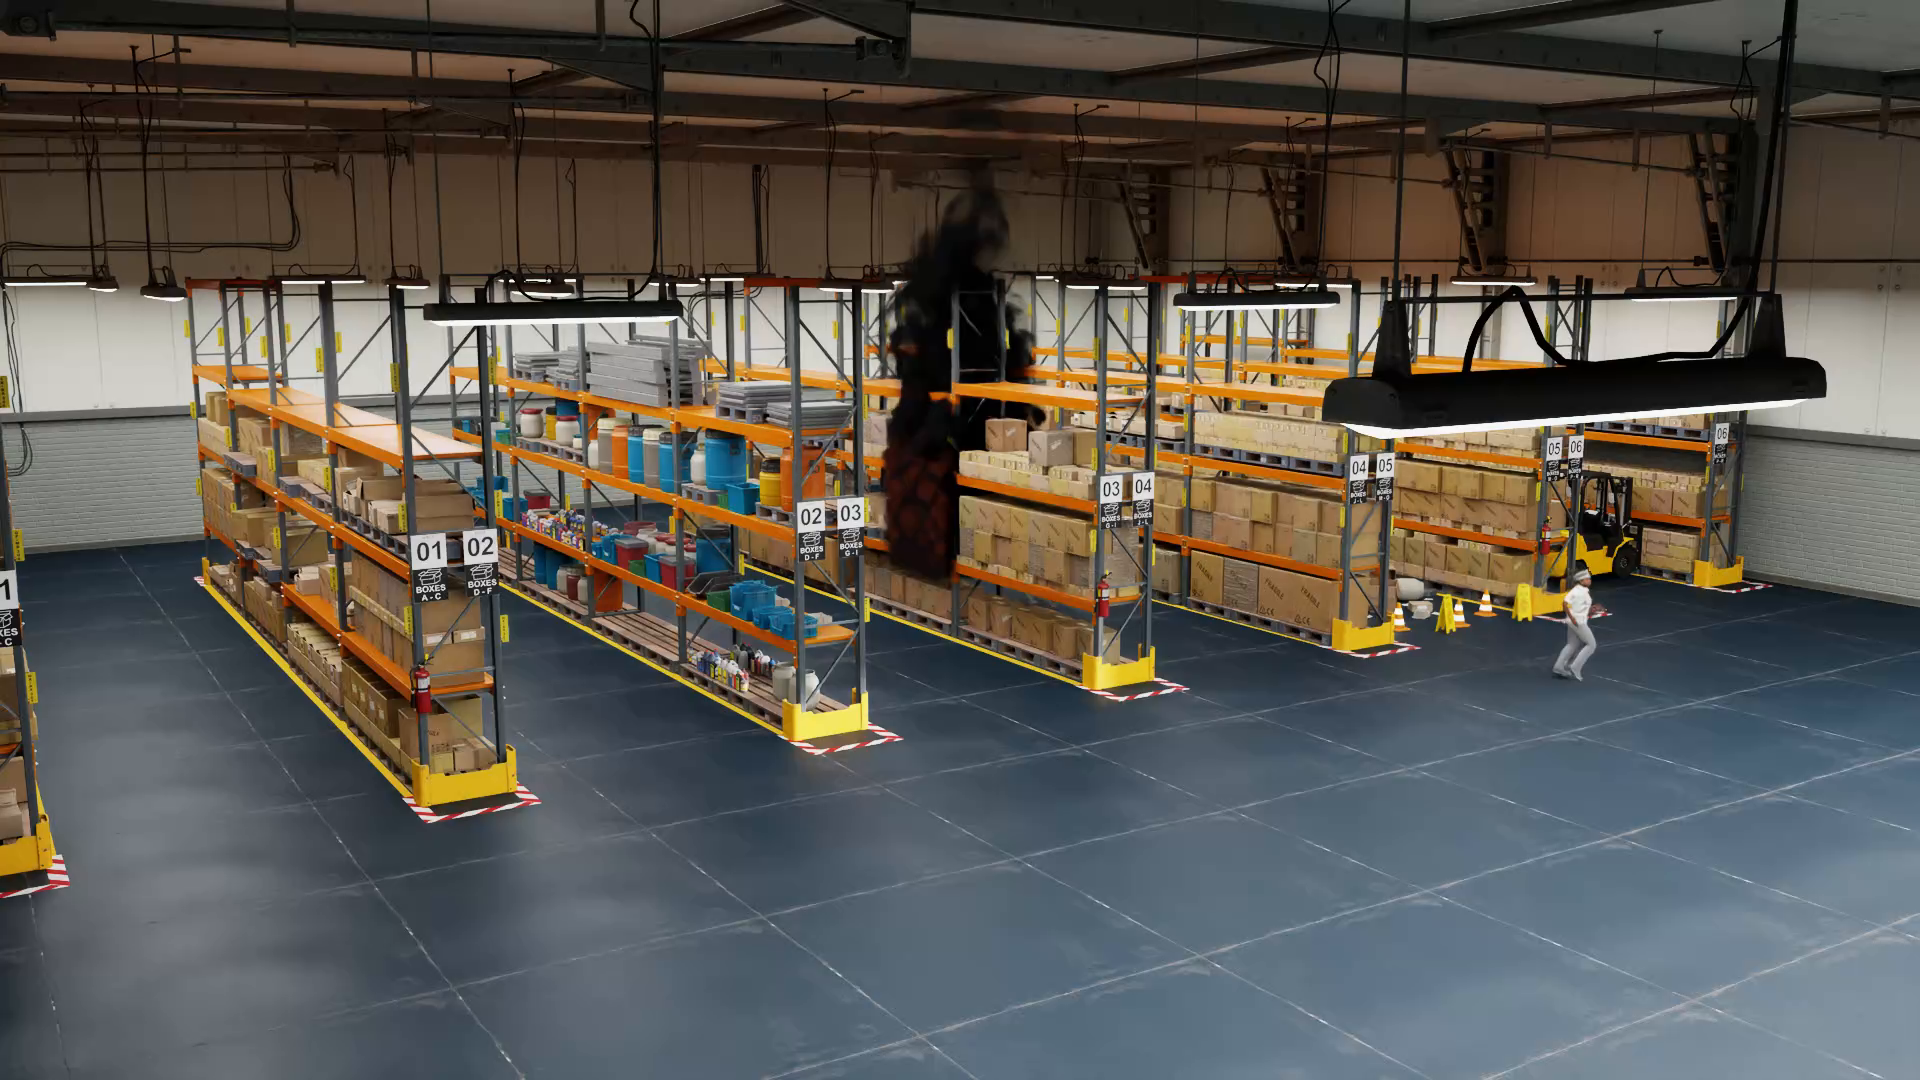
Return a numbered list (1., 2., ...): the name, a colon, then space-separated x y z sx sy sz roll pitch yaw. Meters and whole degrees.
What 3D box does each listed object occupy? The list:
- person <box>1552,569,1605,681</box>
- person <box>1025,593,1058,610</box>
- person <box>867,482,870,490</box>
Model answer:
1. person: 9.448 1.292 25.365 0.693 1.723 0.548 3 10 19
2. person: 1.609 0.378 30.473 0.674 1.808 0.896 -7 12 -35
3. person: -2.025 -0.373 35.157 0.565 1.753 0.778 -6 11 -32
